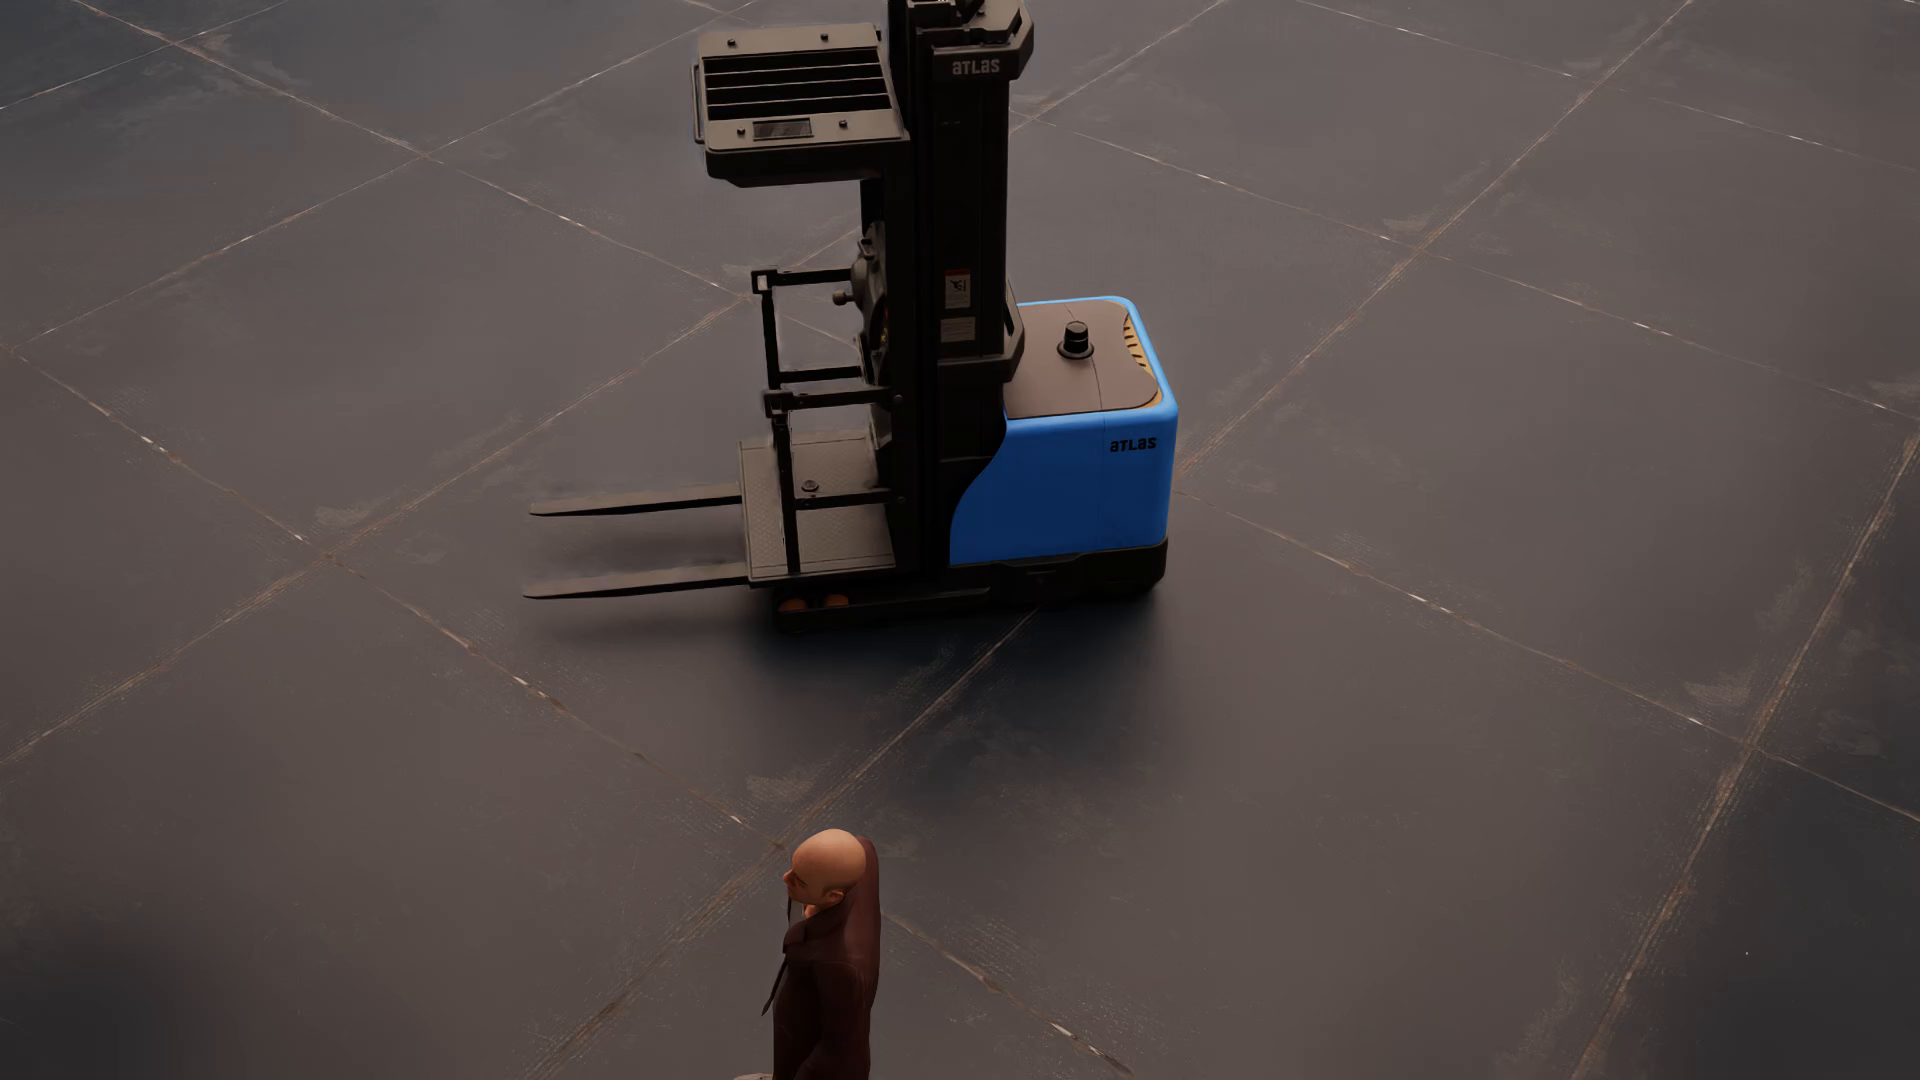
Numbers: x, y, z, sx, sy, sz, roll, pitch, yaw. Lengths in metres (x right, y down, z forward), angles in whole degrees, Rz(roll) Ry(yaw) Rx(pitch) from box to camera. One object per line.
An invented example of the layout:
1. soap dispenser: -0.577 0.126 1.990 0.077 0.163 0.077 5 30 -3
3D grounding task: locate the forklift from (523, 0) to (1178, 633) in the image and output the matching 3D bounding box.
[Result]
1. forklift: -0.572 -1.045 7.300 3.031 2.935 1.130 -6 41 -7

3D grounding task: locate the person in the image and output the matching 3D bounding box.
1. person: -0.527 1.483 5.213 0.584 1.776 0.695 -1 40 -2
